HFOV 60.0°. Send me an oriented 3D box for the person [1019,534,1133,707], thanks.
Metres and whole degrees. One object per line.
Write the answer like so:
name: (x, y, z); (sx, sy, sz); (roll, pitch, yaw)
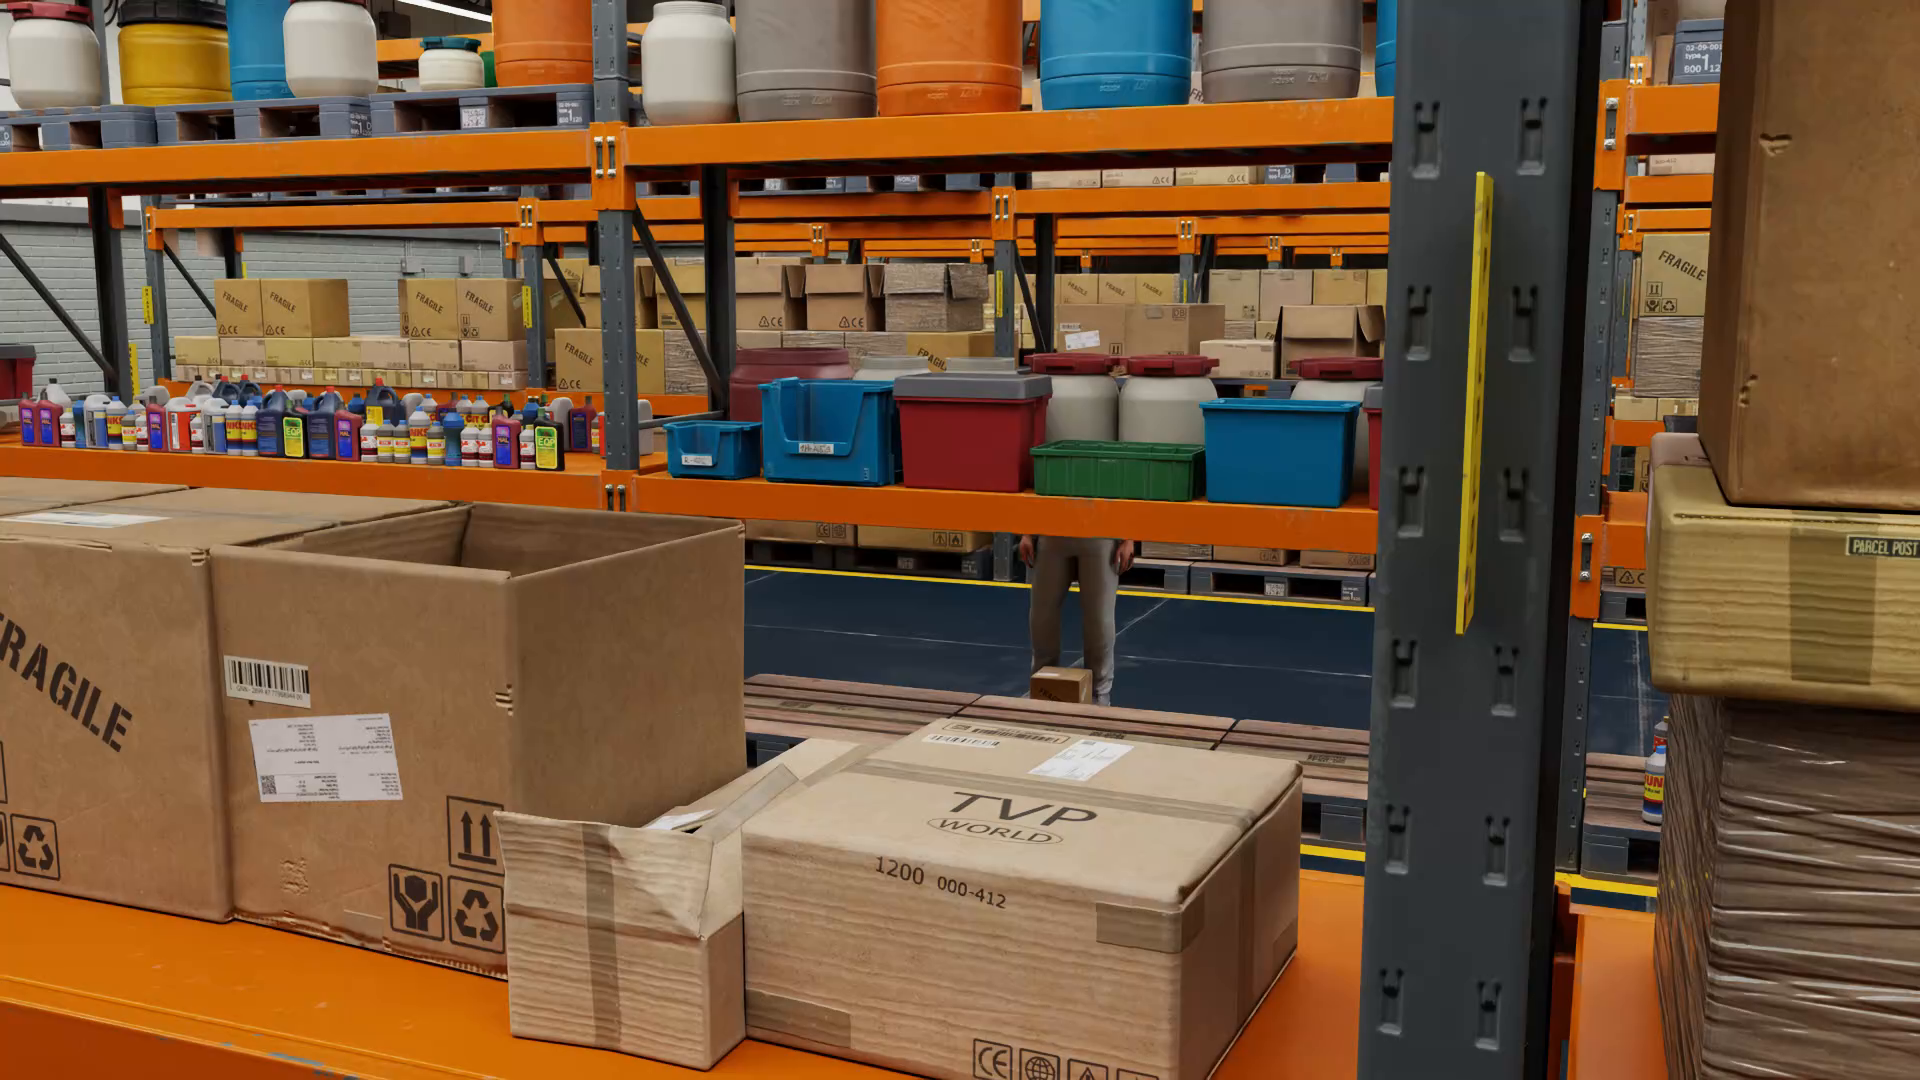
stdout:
person: (0.590, -0.003, 8.343); (0.596, 1.747, 0.437); (3, 9, 18)
